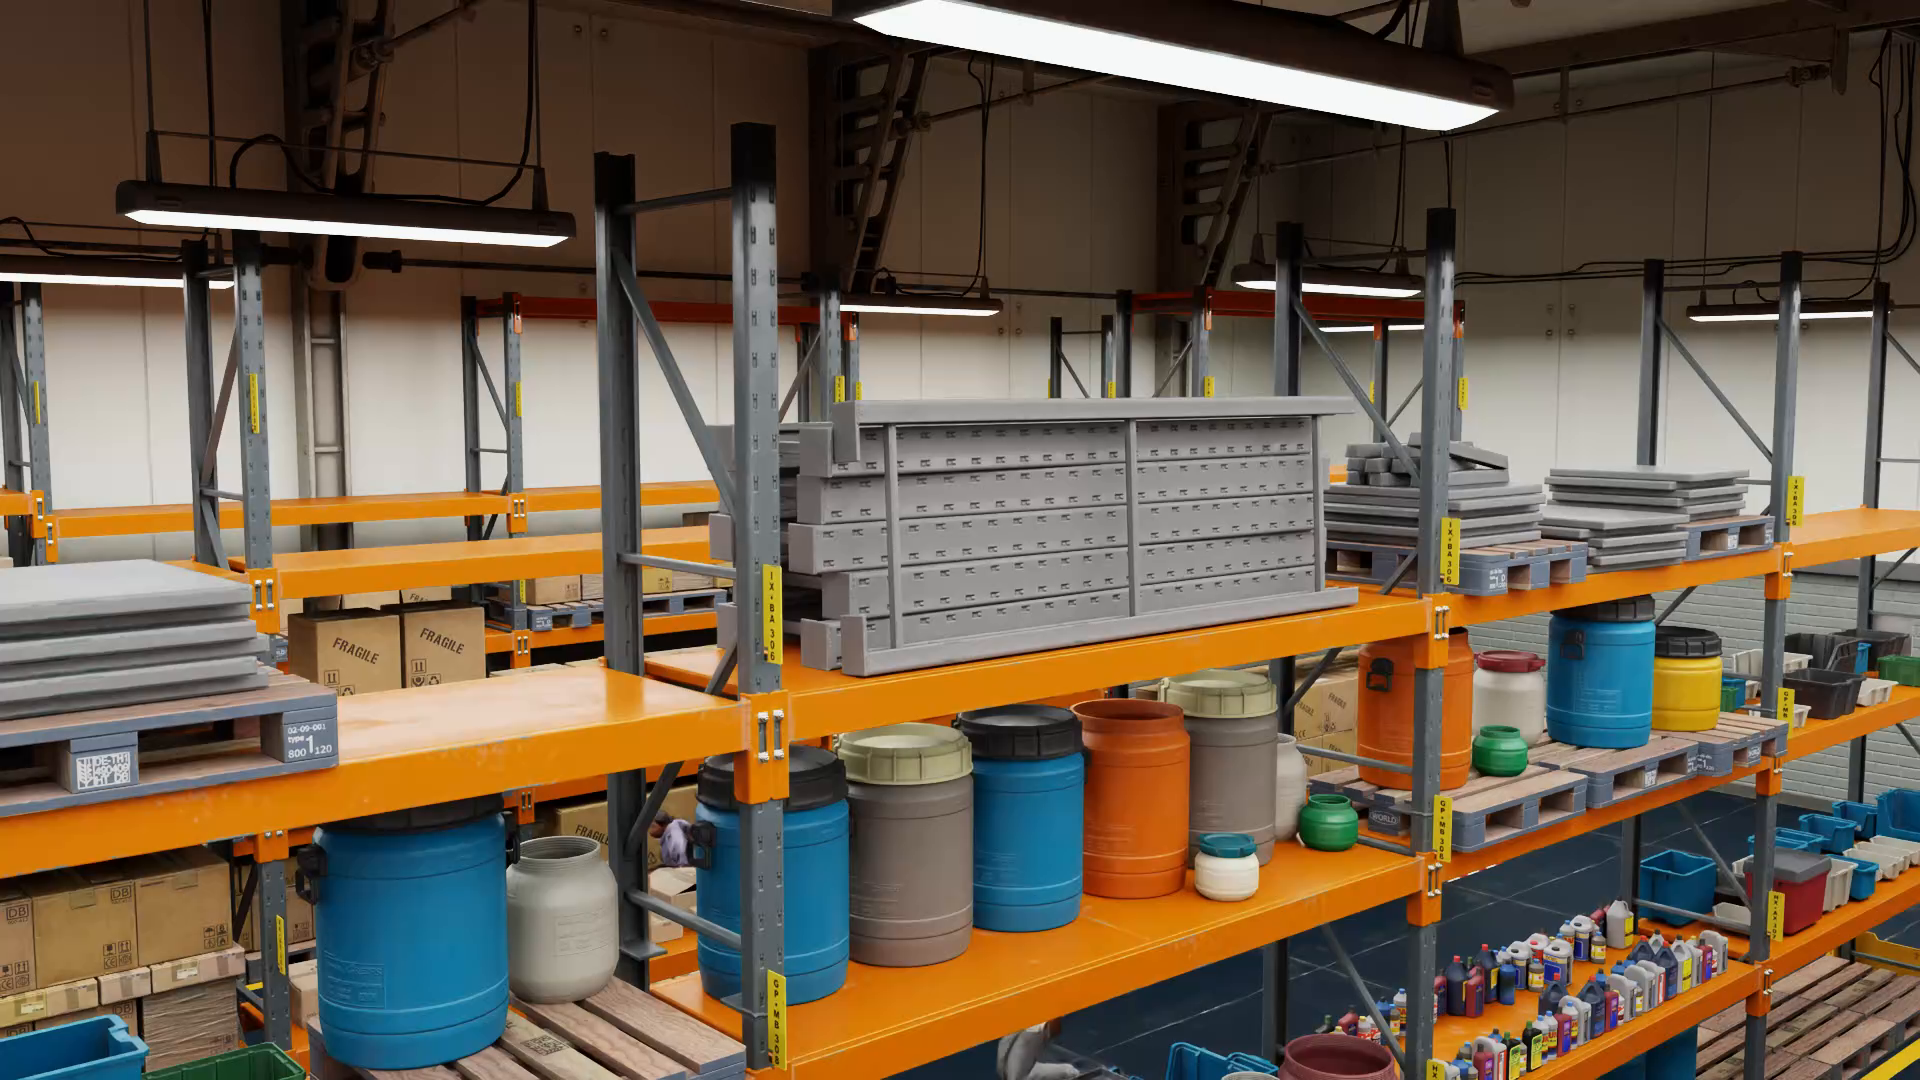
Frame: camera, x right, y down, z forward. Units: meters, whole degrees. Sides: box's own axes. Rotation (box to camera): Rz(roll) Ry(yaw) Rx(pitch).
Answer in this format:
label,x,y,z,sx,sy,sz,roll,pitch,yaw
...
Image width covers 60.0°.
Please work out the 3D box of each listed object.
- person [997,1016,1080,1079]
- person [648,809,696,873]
label,x,y,z,sx,sy,sz,roll,pitch,yaw
person,0.436,3.310,11.358,0.901,1.599,0.719,-3,6,-29
person,-2.326,3.037,14.623,1.031,1.471,0.622,-3,6,-28
